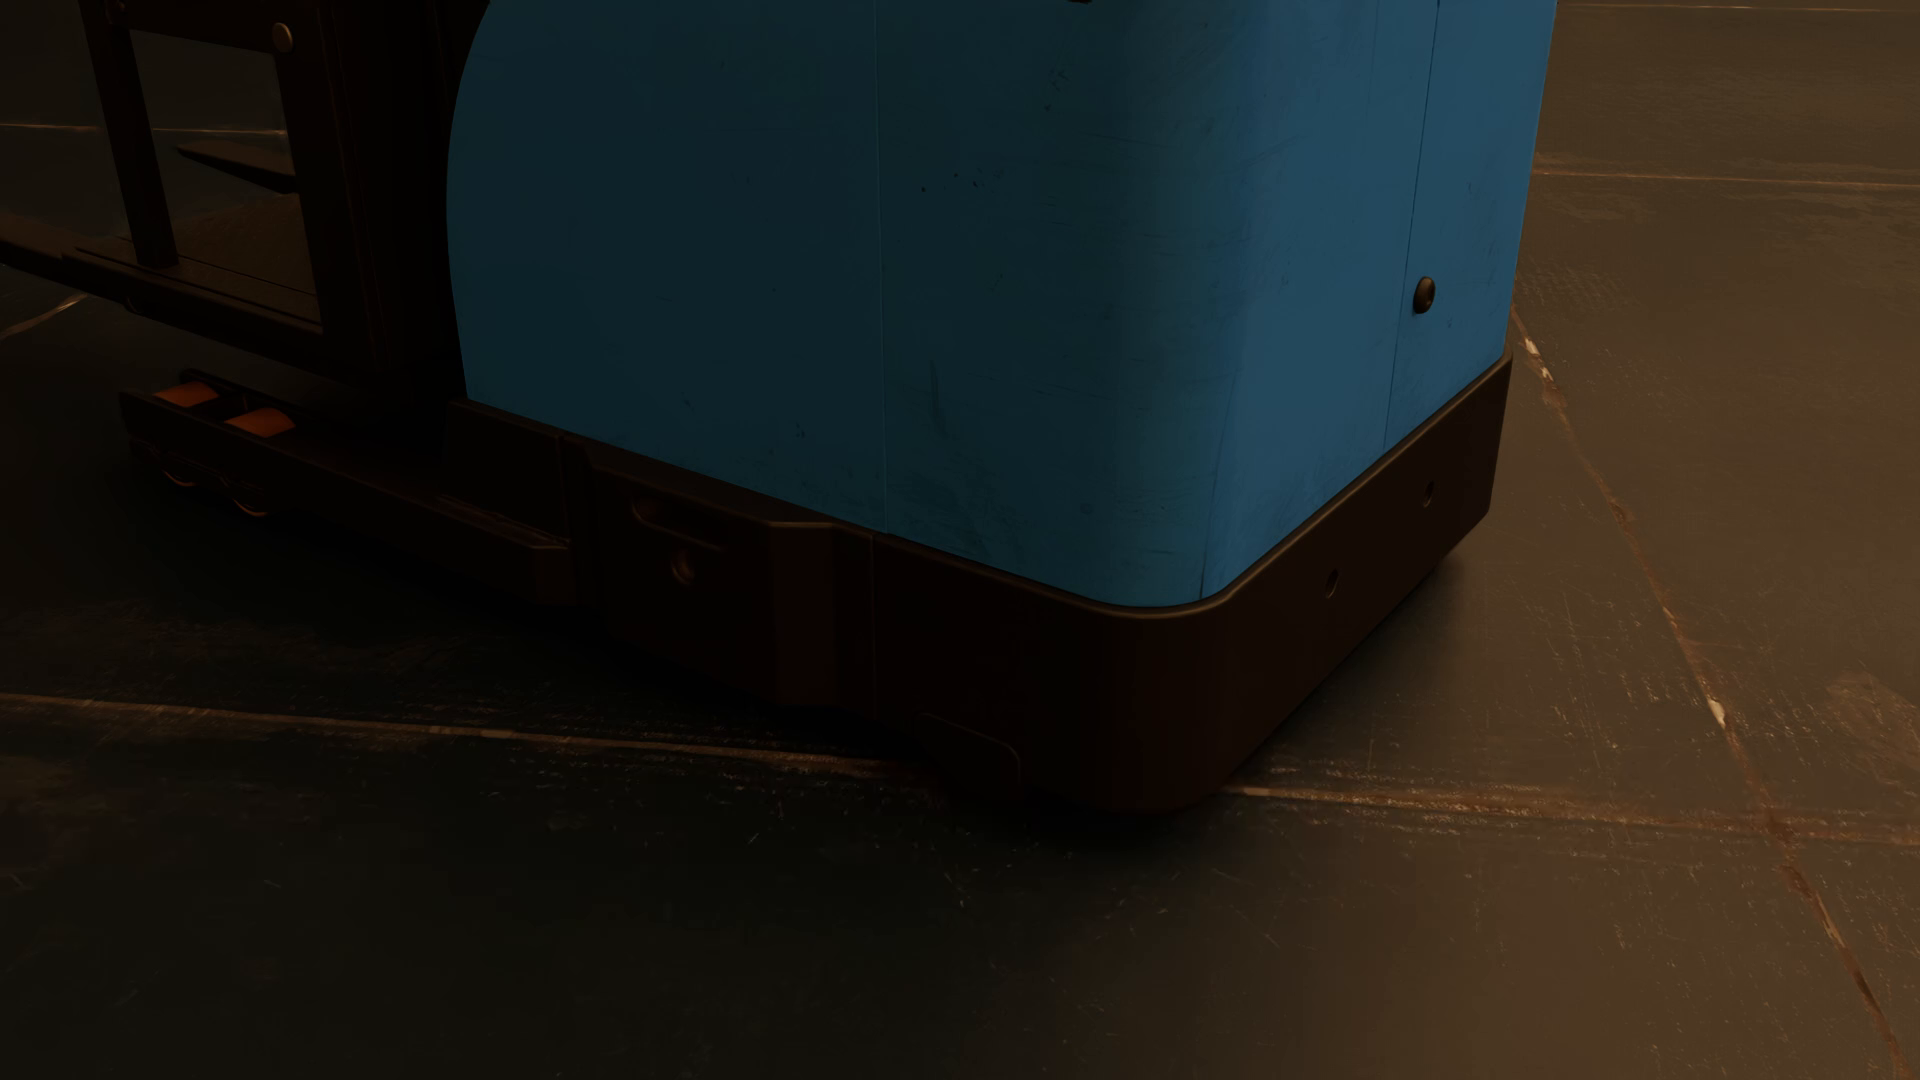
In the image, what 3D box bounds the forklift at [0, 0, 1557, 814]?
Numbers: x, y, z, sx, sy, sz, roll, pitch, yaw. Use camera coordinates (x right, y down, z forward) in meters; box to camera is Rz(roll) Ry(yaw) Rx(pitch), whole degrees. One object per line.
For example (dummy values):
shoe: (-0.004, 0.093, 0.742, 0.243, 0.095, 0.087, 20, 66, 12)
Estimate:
forklift: (-0.718, -1.520, 2.264, 3.031, 2.935, 1.130, 18, 31, 31)
